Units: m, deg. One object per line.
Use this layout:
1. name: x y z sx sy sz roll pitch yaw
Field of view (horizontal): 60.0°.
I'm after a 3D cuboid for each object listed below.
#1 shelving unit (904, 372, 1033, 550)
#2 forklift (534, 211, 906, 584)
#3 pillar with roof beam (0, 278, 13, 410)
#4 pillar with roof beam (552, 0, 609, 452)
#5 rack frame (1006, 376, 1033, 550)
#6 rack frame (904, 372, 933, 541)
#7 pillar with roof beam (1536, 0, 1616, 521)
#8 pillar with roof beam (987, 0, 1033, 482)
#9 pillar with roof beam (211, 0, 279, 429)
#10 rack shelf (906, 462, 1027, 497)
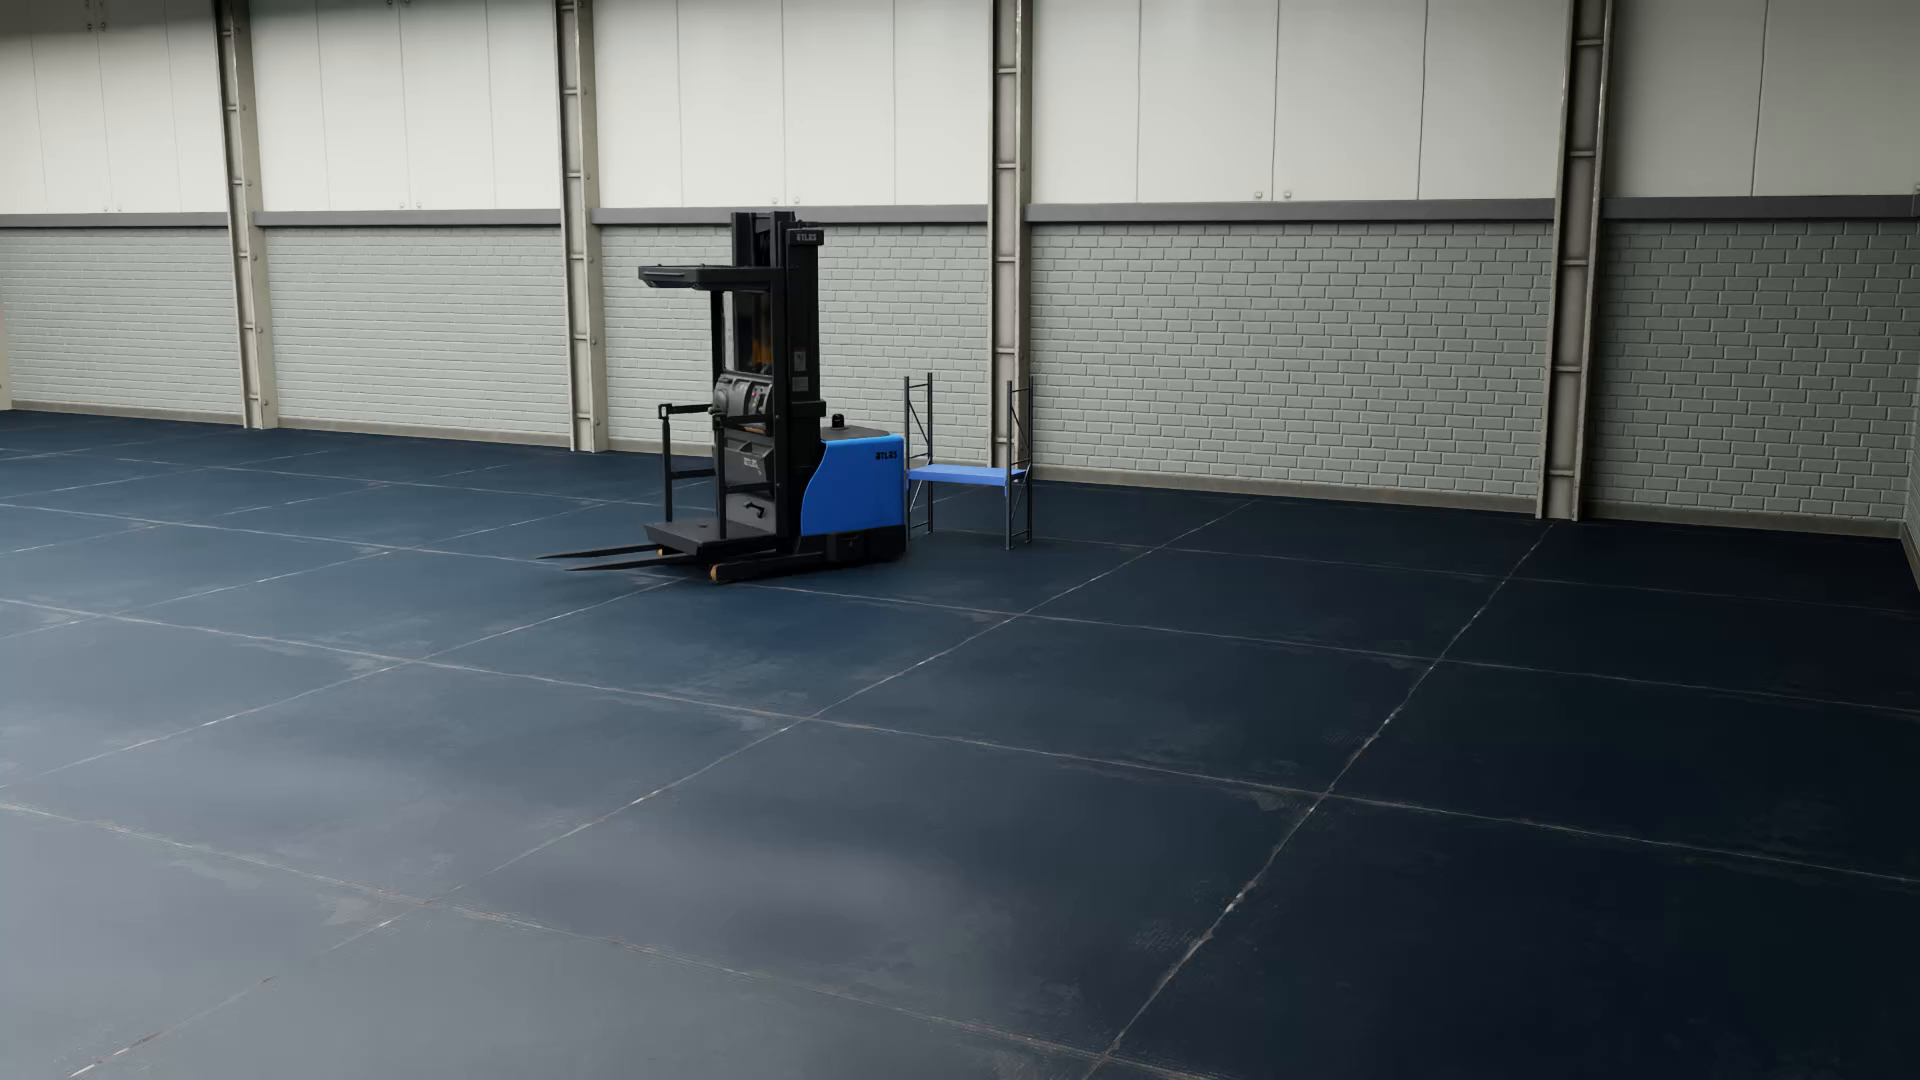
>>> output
1. shelving unit: 0.076 -0.731 15.059 1.048 1.500 0.538 5 11 26
2. forklift: -1.963 -1.197 13.616 3.031 2.935 1.130 -7 12 -34
3. pillar with roof beam: -17.495 -5.858 22.328 0.400 9.000 9.100 5 11 26
4. pillar with roof beam: -6.734 -4.912 17.103 0.400 9.000 9.100 5 11 26
5. rack frame: 0.532 -0.691 14.838 0.032 1.500 0.500 5 11 26
6. rack frame: -0.379 -0.771 15.281 0.032 1.500 0.500 5 11 26
7. pillar with roof beam: 4.028 -3.966 11.878 0.400 9.000 9.100 5 11 26
8. pillar with roof beam: -1.353 -4.439 14.491 0.400 9.000 9.100 5 11 26
9. pillar with roof beam: -12.114 -5.385 19.716 0.400 9.000 9.100 5 11 26
10. rack shelf: 0.076 -0.554 15.092 1.000 0.185 0.538 5 11 26
